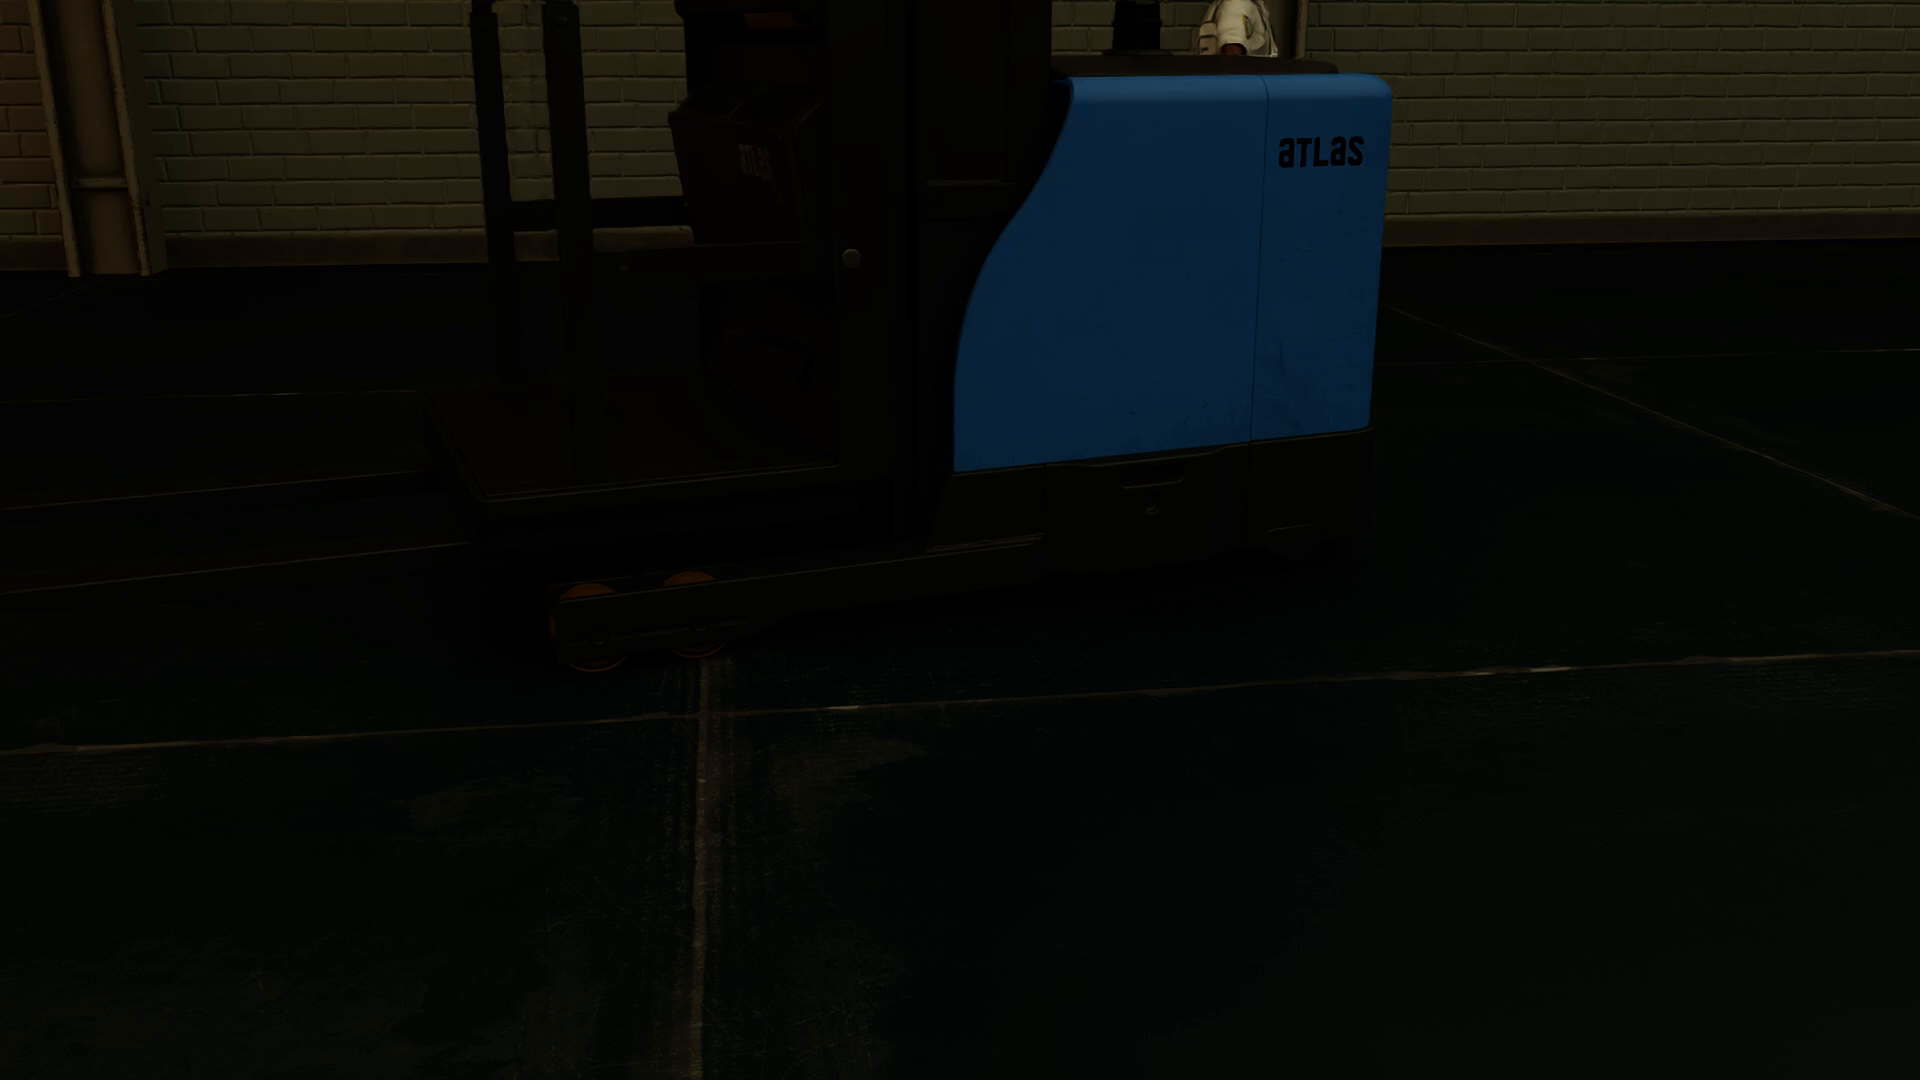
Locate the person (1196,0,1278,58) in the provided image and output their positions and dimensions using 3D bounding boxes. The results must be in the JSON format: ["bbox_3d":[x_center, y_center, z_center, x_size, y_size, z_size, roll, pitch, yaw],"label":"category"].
[{"bbox_3d":[1.161,-1.478,6.227,0.805,1.555,0.785,-4,17,-12],"label":"person"}]

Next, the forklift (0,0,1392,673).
[{"bbox_3d":[-0.627,-1.325,3.284,3.031,2.935,1.130,-7,18,-22],"label":"forklift"}]
